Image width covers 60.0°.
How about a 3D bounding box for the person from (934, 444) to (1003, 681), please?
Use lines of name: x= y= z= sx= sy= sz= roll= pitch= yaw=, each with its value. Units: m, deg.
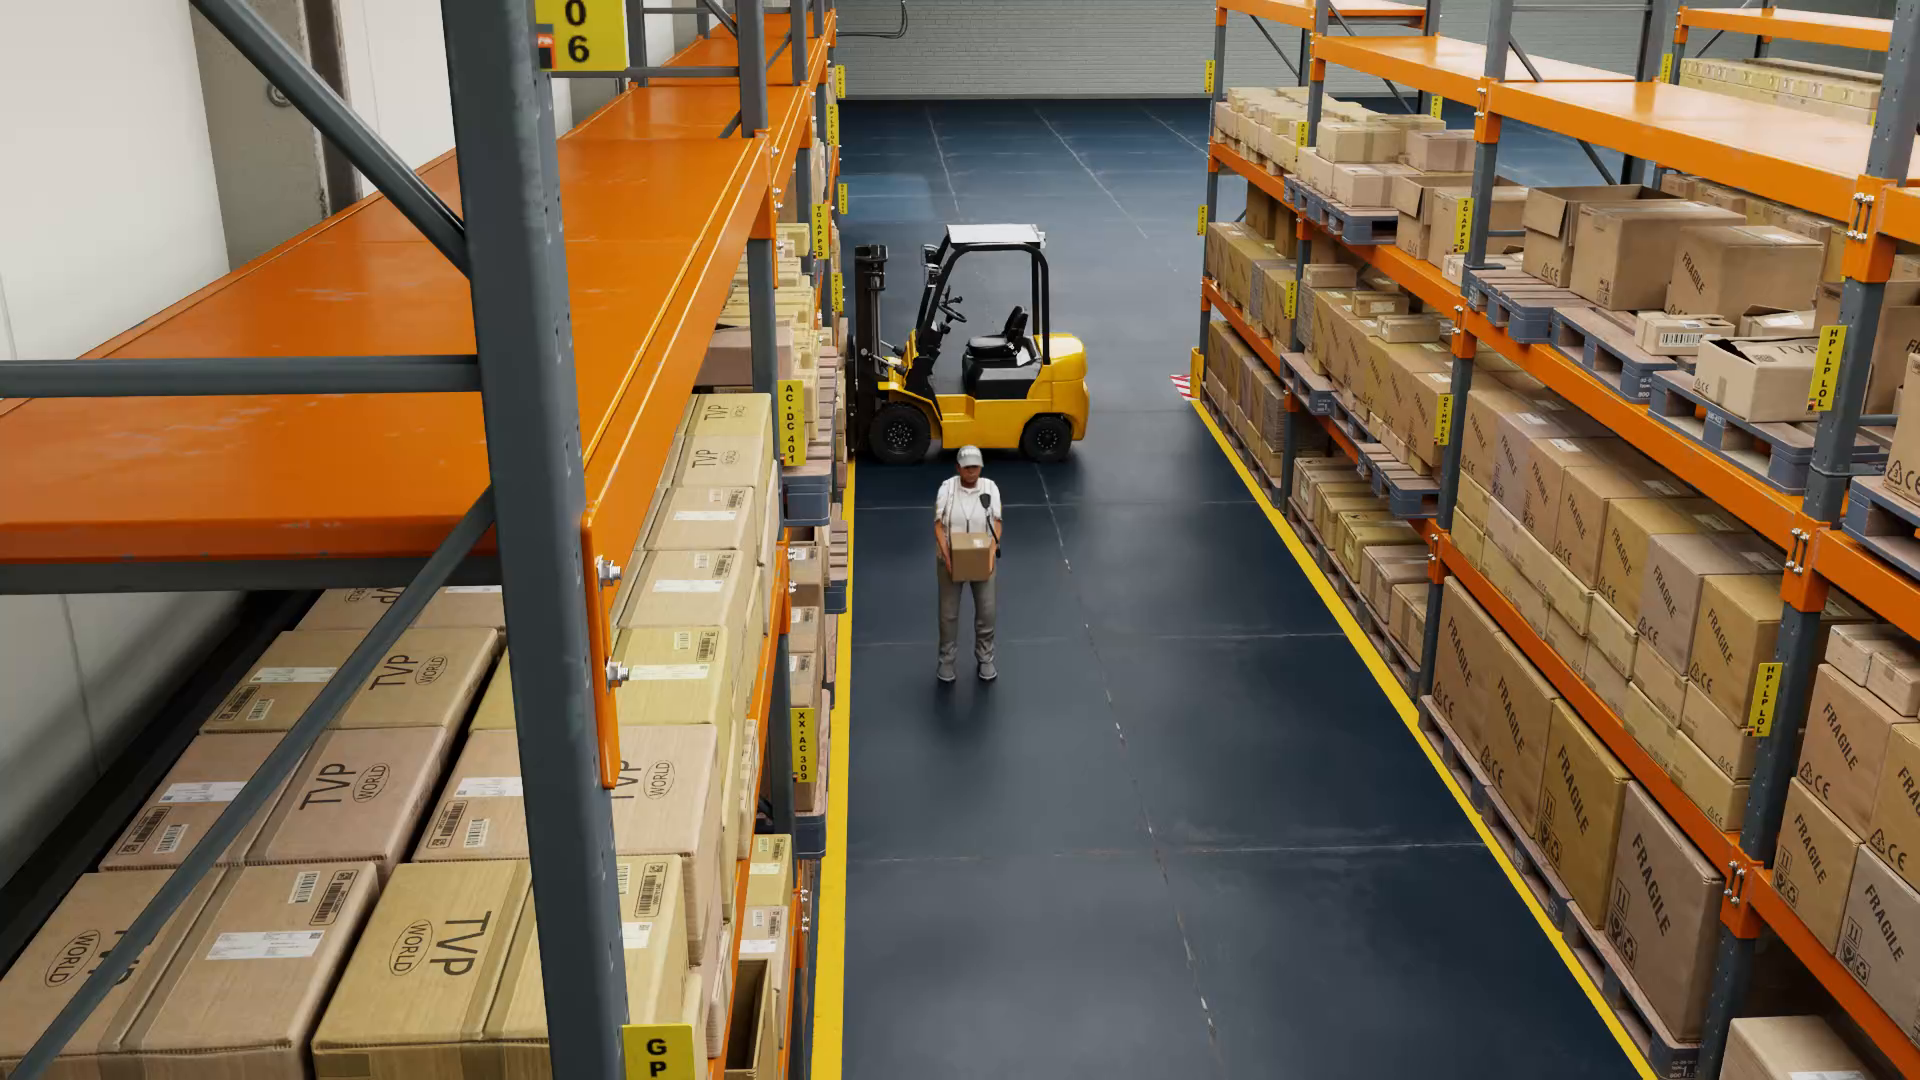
person: x=0.059 y=0.171 z=11.432 sx=0.471 sy=1.664 sz=0.536 roll=-1 pitch=21 yaw=-3
